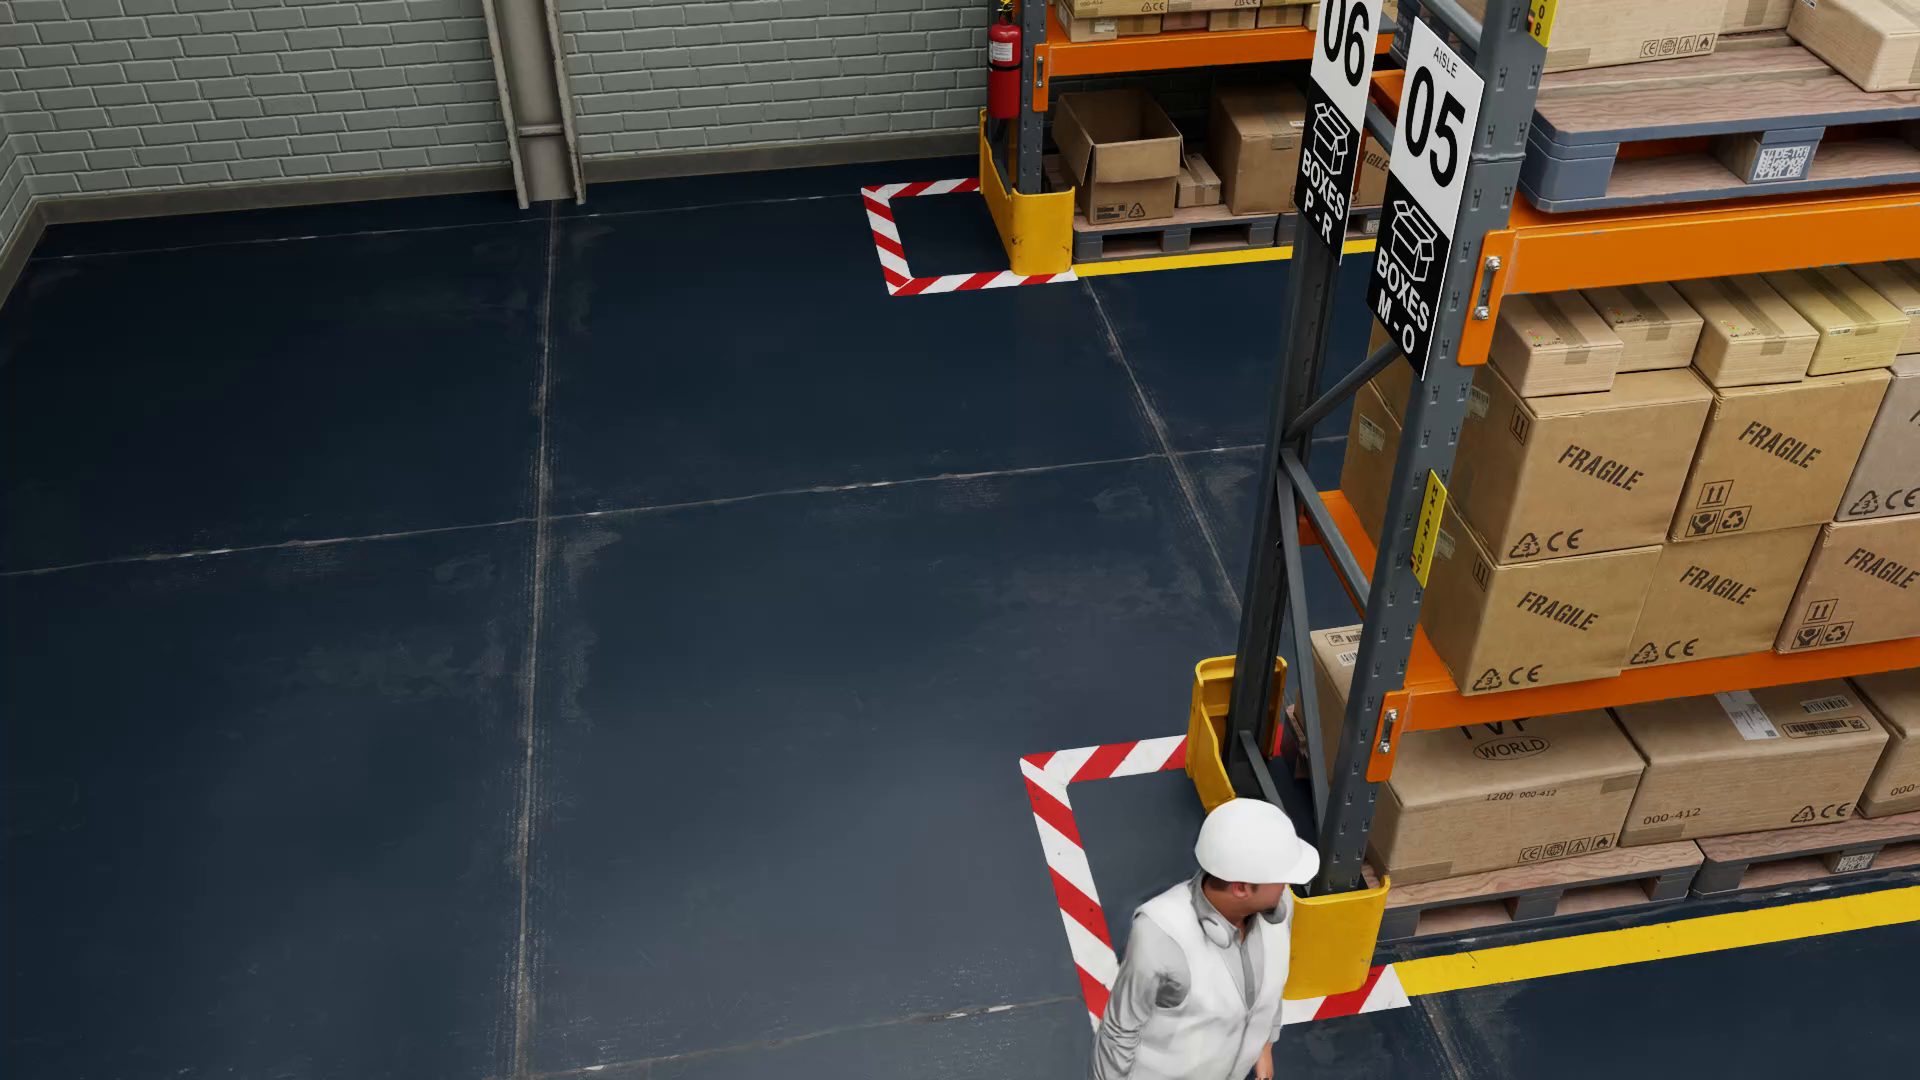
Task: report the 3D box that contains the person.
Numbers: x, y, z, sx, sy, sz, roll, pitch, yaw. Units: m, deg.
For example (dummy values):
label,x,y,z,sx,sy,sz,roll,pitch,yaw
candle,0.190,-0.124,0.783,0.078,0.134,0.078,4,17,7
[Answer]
label,x,y,z,sx,sy,sz,roll,pitch,yaw
person,0.592,1.390,4.363,0.665,1.757,0.477,-23,44,-26
